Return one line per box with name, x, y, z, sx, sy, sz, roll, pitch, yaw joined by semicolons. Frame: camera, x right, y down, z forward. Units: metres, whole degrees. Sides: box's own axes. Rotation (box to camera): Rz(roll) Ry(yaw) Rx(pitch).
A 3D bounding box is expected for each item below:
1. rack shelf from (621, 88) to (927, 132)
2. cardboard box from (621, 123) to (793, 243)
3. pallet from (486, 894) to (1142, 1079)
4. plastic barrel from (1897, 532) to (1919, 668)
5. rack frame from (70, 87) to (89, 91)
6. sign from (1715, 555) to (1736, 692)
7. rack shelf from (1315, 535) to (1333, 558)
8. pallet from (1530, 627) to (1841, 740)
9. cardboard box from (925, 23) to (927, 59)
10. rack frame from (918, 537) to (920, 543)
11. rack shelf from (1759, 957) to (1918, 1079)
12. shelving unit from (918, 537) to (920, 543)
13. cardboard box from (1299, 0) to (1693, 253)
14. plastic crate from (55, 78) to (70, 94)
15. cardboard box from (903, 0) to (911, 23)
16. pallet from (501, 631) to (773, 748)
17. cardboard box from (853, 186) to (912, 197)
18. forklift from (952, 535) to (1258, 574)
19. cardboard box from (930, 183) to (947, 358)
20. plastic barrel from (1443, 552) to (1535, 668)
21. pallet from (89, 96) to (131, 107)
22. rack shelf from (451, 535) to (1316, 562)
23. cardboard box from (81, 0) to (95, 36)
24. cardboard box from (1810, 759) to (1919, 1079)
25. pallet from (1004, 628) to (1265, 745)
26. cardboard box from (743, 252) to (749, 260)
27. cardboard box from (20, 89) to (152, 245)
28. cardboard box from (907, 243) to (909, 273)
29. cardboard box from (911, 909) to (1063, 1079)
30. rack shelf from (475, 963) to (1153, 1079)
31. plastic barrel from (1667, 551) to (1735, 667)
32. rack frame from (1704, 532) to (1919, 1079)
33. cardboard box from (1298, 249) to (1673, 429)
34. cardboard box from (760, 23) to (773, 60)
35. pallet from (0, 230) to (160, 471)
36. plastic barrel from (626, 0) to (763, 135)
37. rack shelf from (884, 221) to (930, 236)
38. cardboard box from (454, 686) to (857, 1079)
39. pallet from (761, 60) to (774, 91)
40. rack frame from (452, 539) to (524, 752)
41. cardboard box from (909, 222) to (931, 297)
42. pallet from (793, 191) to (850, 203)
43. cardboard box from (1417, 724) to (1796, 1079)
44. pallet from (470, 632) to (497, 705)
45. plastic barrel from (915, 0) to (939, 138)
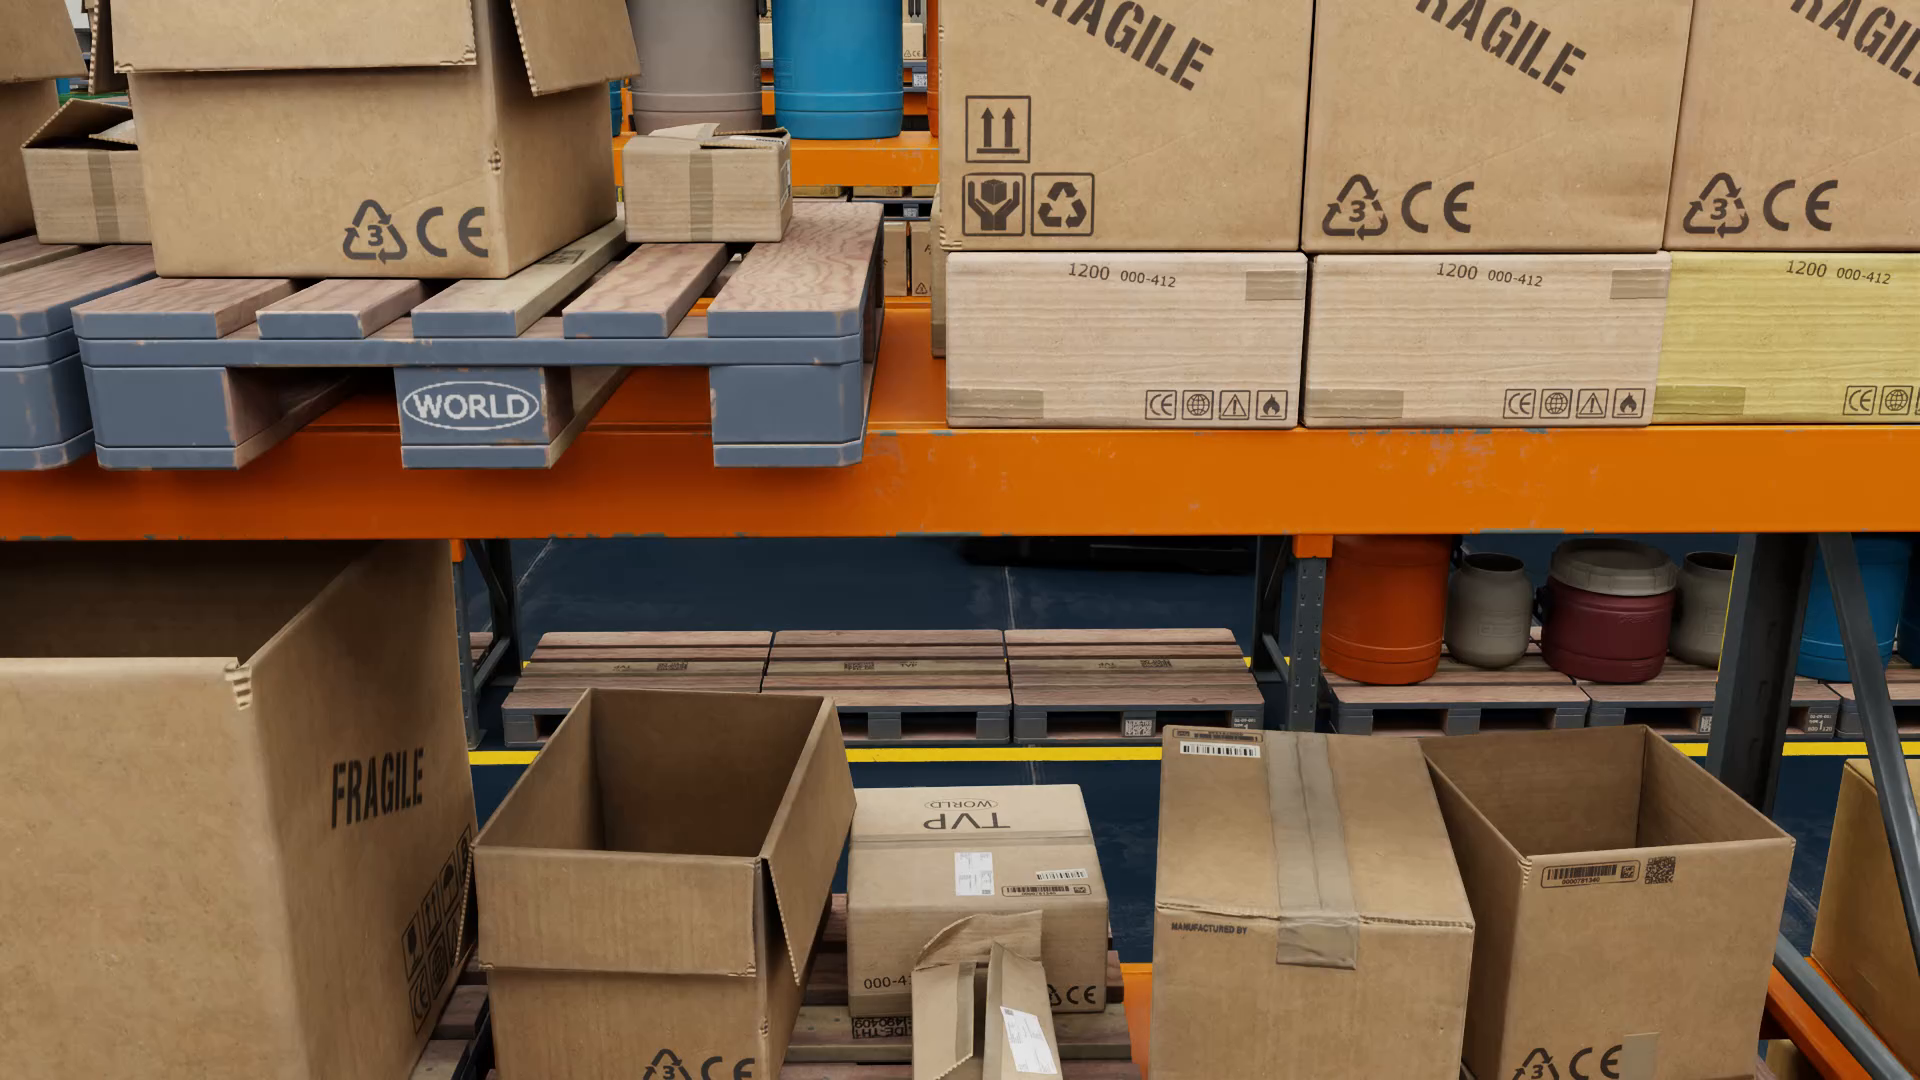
rack shelf;-0.449;-3.182;12.323;4.000;0.370;1.077;0;18;-1
cardboard box;-0.423;-0.617;2.846;0.250;0.166;0.380;-1;18;-2
pallet;-0.276;1.033;3.230;1.213;0.211;1.003;0;18;-1
plastic barrel;5.080;0.185;8.309;0.708;0.901;0.600;0;18;-1
rack frame;-6.449;-2.067;12.581;0.127;3.000;1.000;0;18;-1
sign;1.691;0.199;3.621;0.005;0.325;0.100;0;18;-1
rack shelf;3.625;-0.260;8.125;4.000;0.370;1.077;0;18;-1
pallet;3.629;0.713;8.478;1.213;0.211;1.003;0;18;-1
cardboard box;0.002;-3.636;12.118;0.500;0.250;0.500;-1;18;-2
rack frame;-0.262;-0.511;10.921;0.008;1.050;0.200;2;18;5
rack shelf;3.703;1.253;3.409;4.000;0.370;1.077;0;18;-1
shelving unit;-0.140;-0.507;10.911;0.252;1.050;0.215;2;18;5
cardboard box;0.718;-0.710;2.456;0.500;0.500;0.500;0;18;-1
plastic crate;-4.472;-2.076;7.724;0.575;0.384;0.392;0;18;-1
cardboard box;-0.750;-5.259;16.770;0.500;0.500;0.500;-1;18;-3
pallet;-1.590;0.739;8.399;1.213;0.211;1.003;0;18;-1
cardboard box;-0.805;-3.862;17.291;0.500;0.500;0.700;2;18;7
forklift;1.499;-1.352;10.465;3.031;2.935;1.130;2;18;5
cardboard box;0.202;-0.505;3.045;0.500;0.250;0.500;0;18;0
plastic barrel;2.677;0.354;8.418;0.421;0.512;0.421;0;18;0
pallet;-3.094;-1.879;7.392;1.003;0.211;1.213;0;18;-1
rack shelf;-0.375;-0.241;8.065;4.000;0.370;1.077;0;18;-1
cardboard box;-5.874;-3.813;12.026;0.637;0.503;0.797;1;18;3
cardboard box;2.193;0.794;3.497;0.500;0.500;0.500;0;18;1
pallet;0.850;0.727;8.436;1.213;0.211;1.003;0;18;-1
cardboard box;-1.573;-2.083;12.849;0.258;0.266;0.396;-1;18;-2
cardboard box;-1.358;-0.660;2.817;0.258;0.266;0.396;0;18;1
cardboard box;-0.336;-2.988;17.596;0.500;0.250;0.500;0;18;-1
cardboard box;0.040;0.874;2.943;0.258;0.266;0.396;-1;18;-2
rack shelf;-0.297;1.272;3.349;4.000;0.370;1.077;0;18;-1
plastic barrel;3.806;0.349;8.435;0.421;0.512;0.421;0;18;0
rack frame;1.703;0.920;3.269;0.127;3.000;1.000;0;18;-1
cardboard box;0.736;-0.353;2.573;0.500;0.250;0.500;0;18;-1
cardboard box;-1.284;-3.647;12.152;0.500;0.250;0.500;-2;18;-6
pallet;-1.677;-0.370;2.687;1.003;0.211;1.213;0;18;-1
plastic barrel;-1.216;-2.312;7.614;0.600;0.901;0.600;0;18;0
rack shelf;-0.531;-3.266;17.497;4.000;0.370;1.077;0;18;-1
cardboard box;-0.565;0.653;3.243;0.637;0.503;0.797;2;18;5
pallet;-1.567;-3.432;12.238;1.217;0.209;0.805;-1;18;-3
rack frame;-2.375;-0.574;7.925;0.127;3.000;1.000;0;18;-1
cardboard box;-0.127;-2.140;12.645;0.500;0.500;0.500;-1;18;-4
pallet;-1.764;-3.467;17.259;1.213;0.211;1.003;0;18;-1
cardboard box;1.164;0.687;3.144;0.500;0.500;0.500;-2;18;-8
pallet;-3.047;0.745;8.380;1.213;0.211;1.003;0;18;-1
plastic barrel;0.146;-2.285;7.646;0.708;0.830;0.600;0;18;-1
